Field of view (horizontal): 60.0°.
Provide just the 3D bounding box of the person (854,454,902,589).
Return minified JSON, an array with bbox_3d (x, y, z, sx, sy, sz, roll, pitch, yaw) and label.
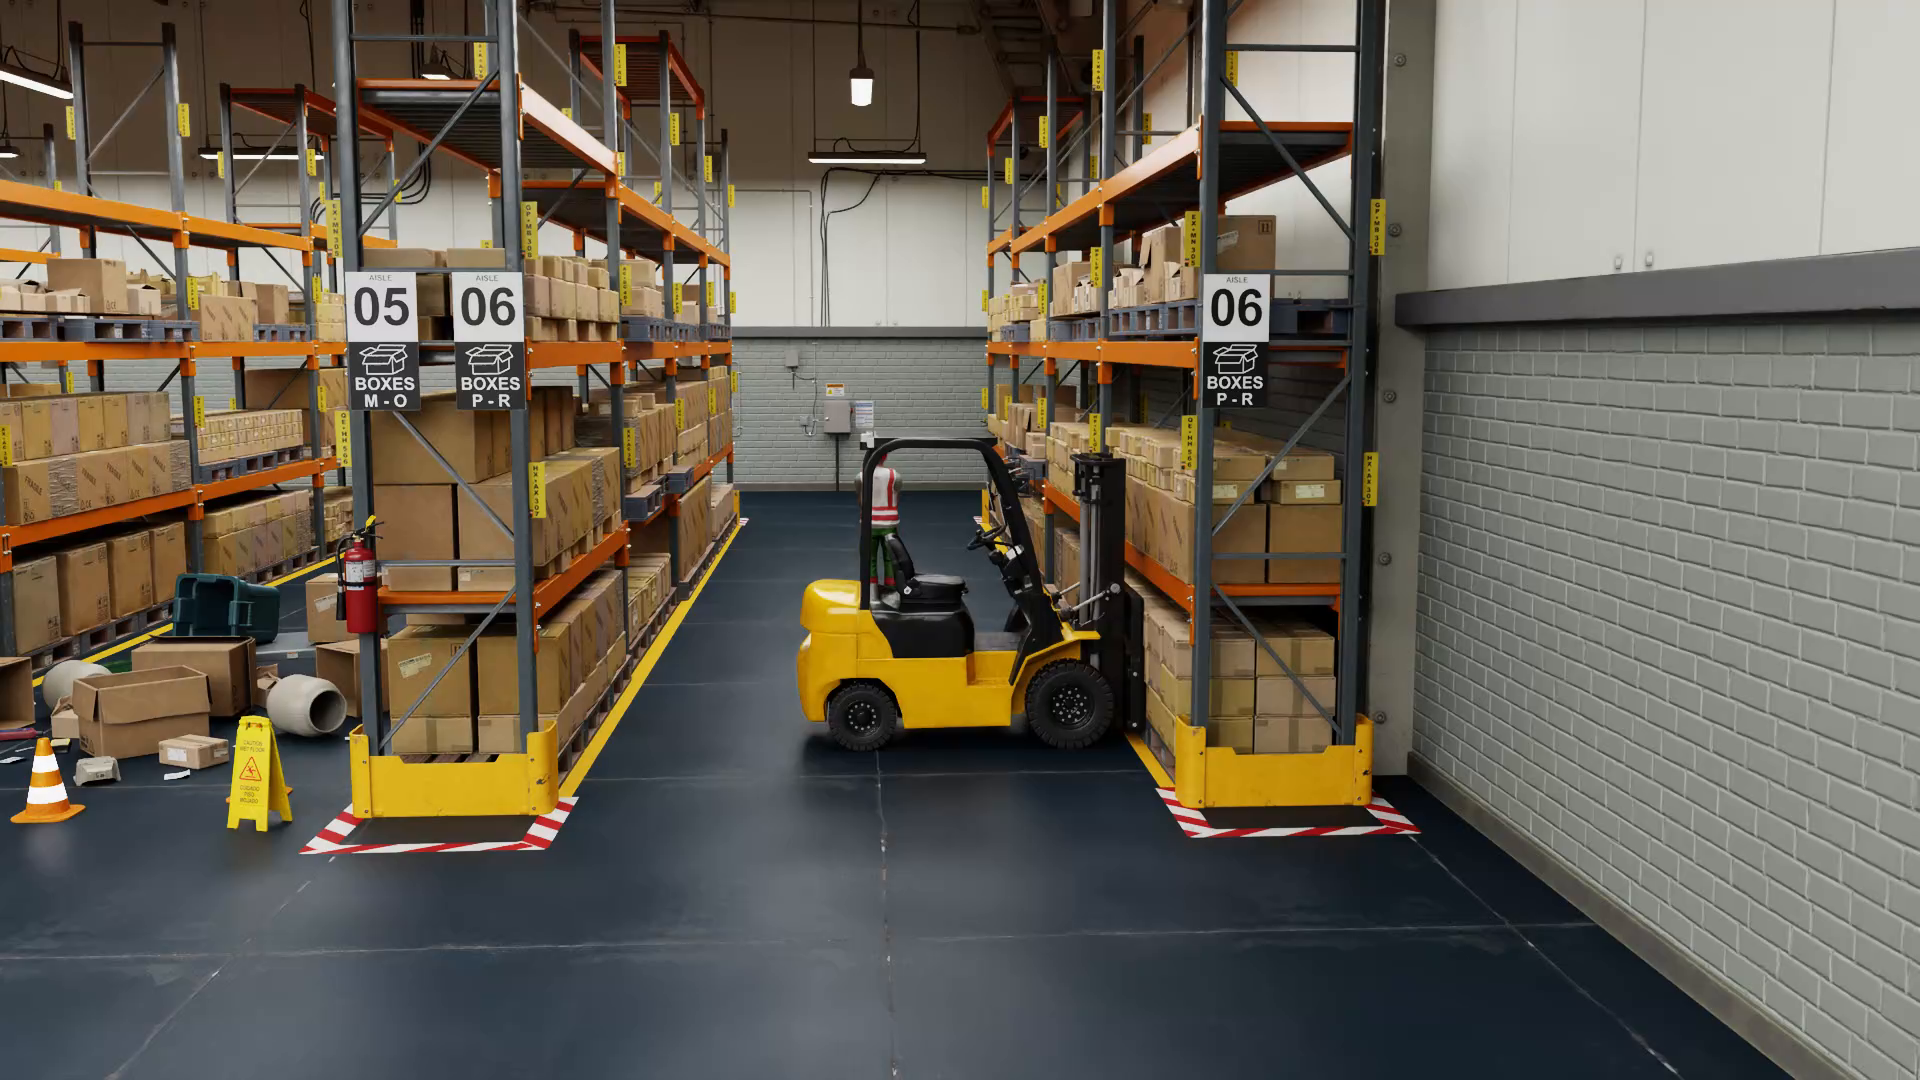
[{"bbox_3d":[-0.856,-0.150,17.430,0.494,1.782,0.573,0,7,-4],"label":"person"}]
